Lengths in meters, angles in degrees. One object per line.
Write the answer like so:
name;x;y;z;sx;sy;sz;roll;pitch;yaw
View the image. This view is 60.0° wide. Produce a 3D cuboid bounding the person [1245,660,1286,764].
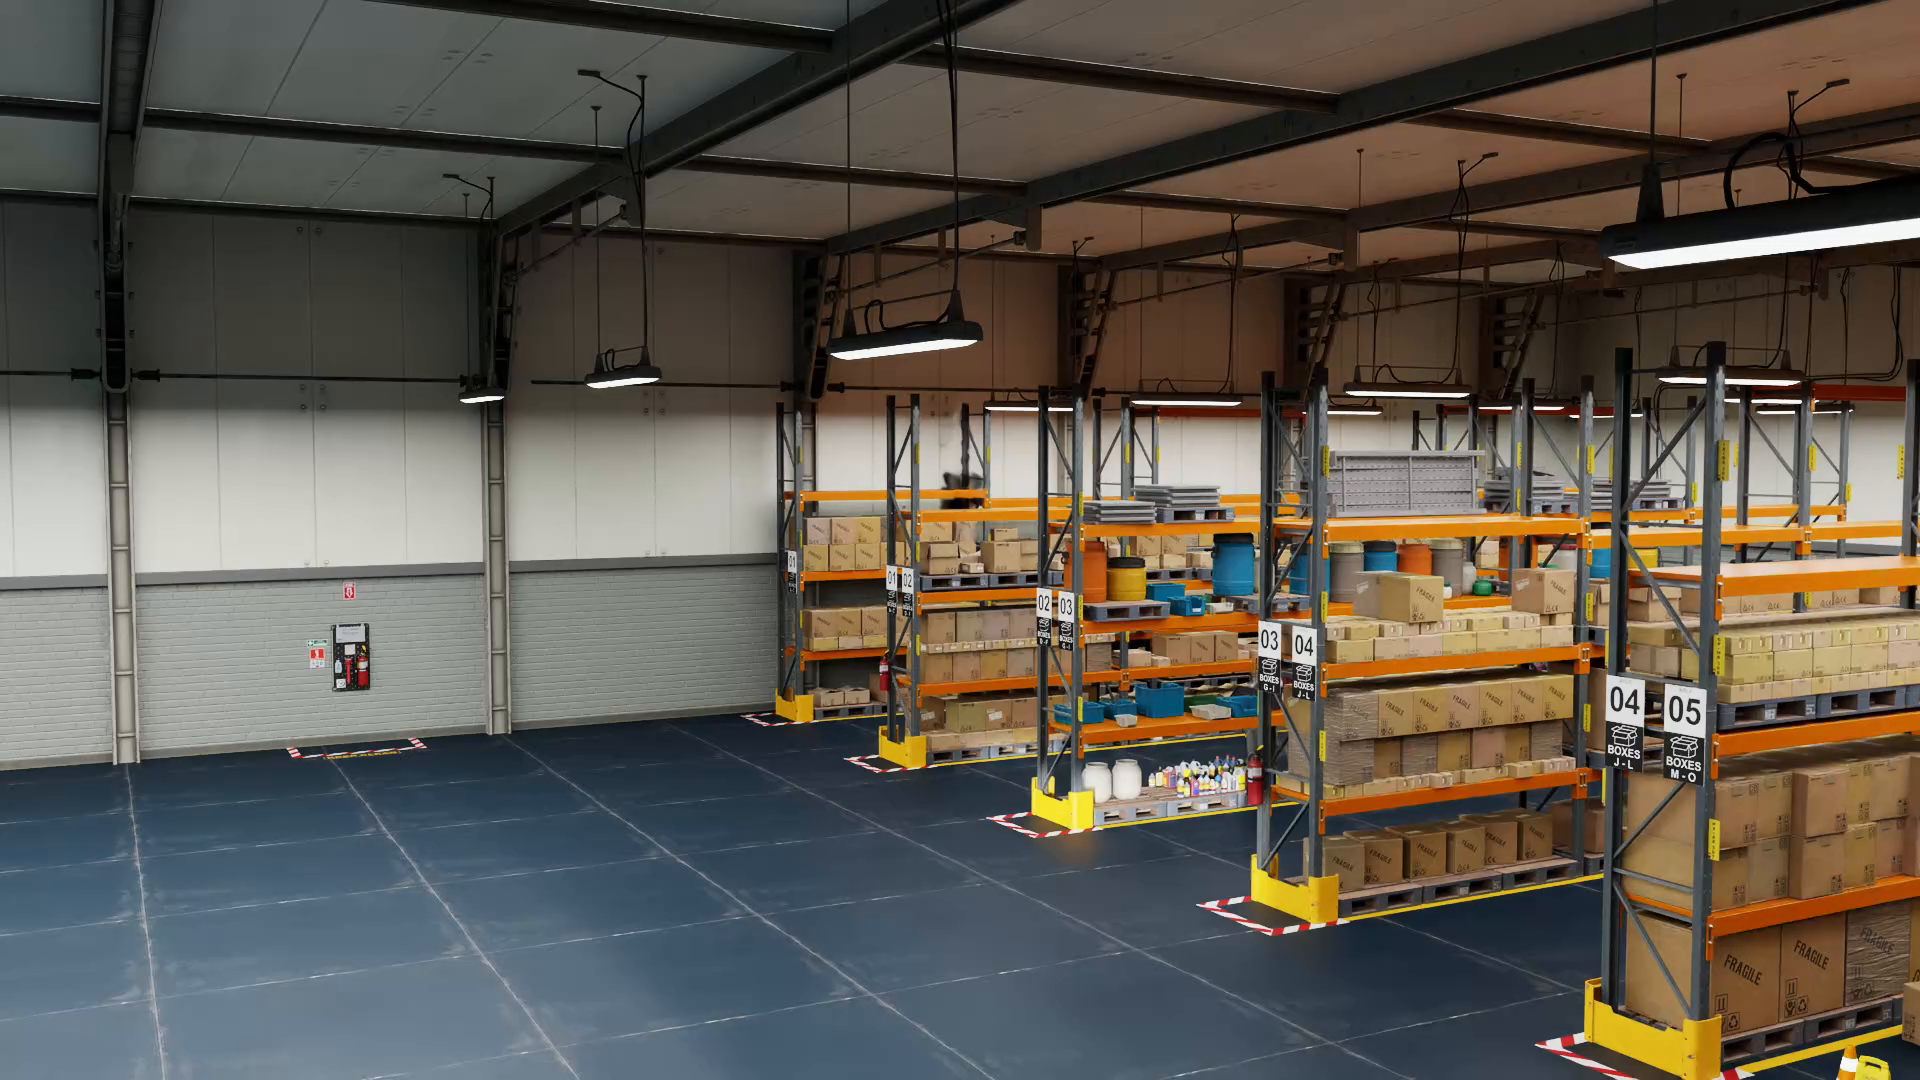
person;4.881;2.787;26.837;0.812;1.705;0.608;-1;3;-21
